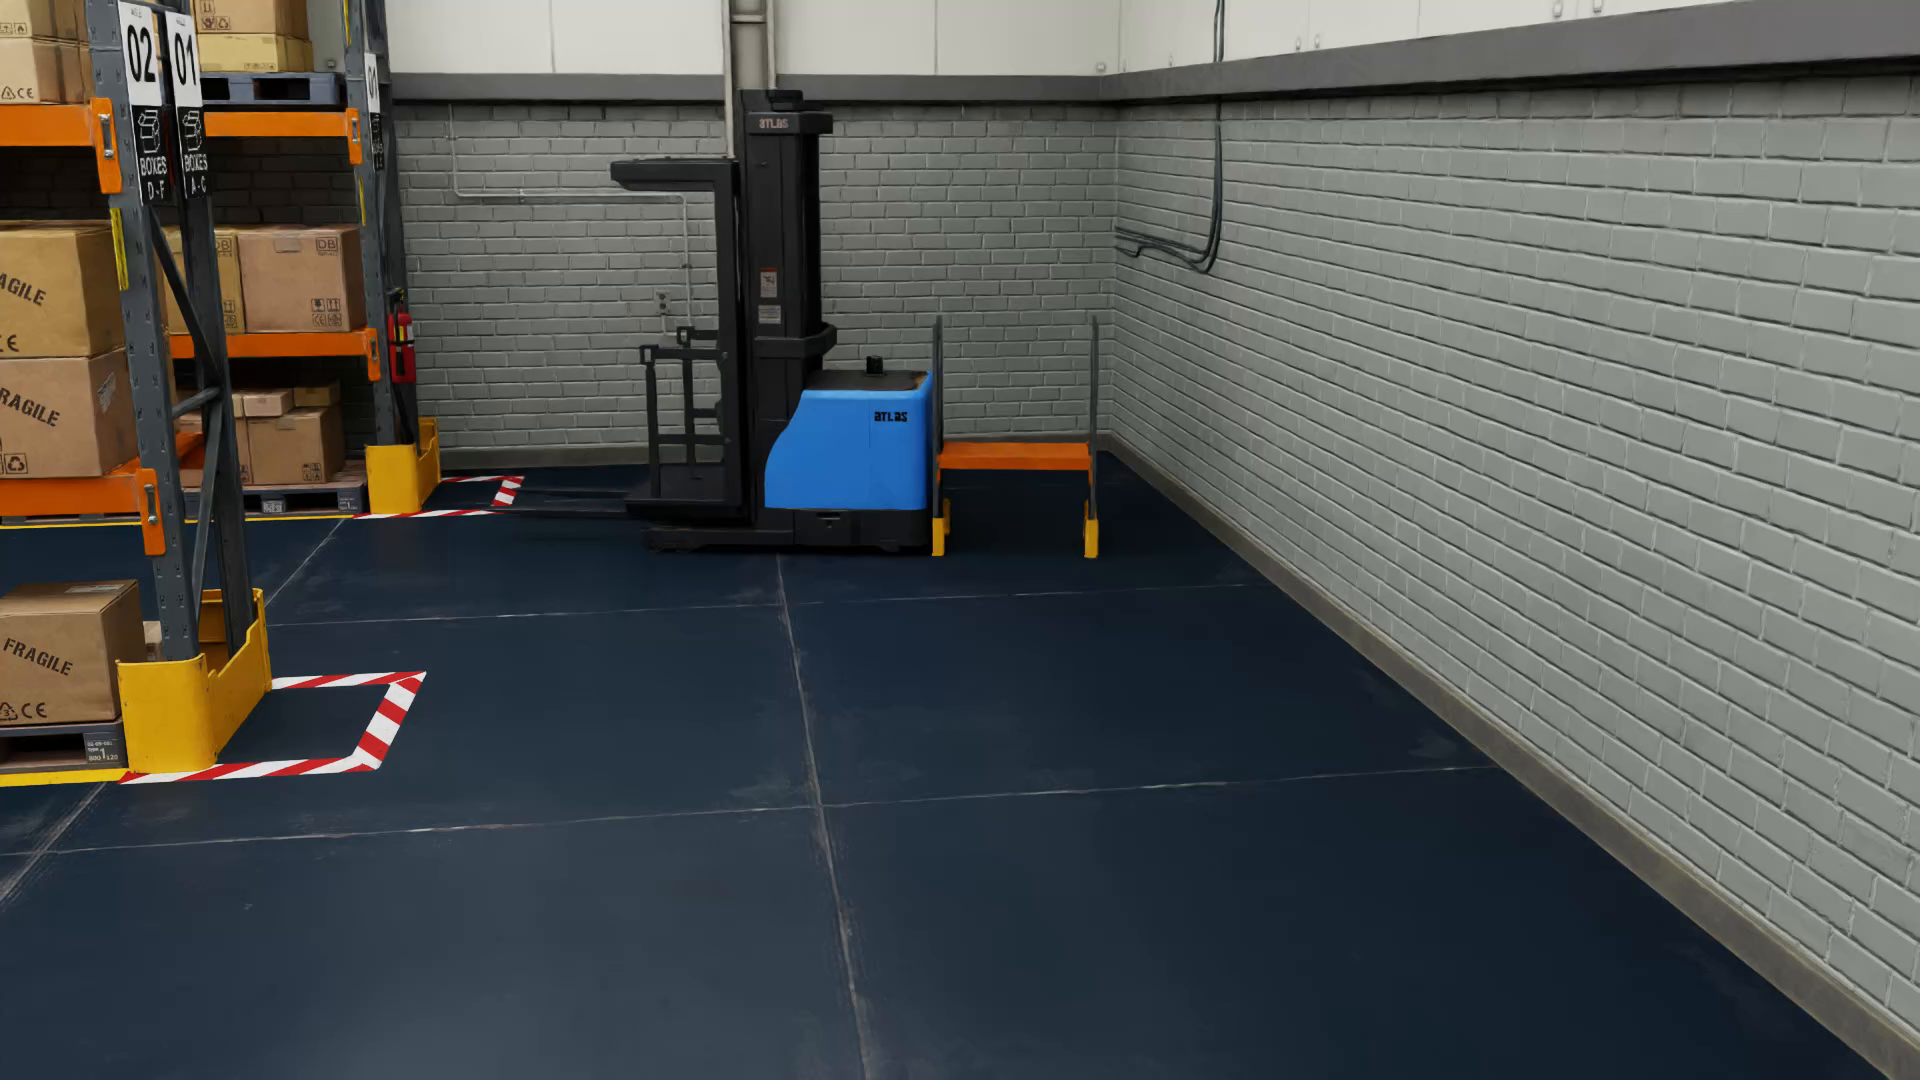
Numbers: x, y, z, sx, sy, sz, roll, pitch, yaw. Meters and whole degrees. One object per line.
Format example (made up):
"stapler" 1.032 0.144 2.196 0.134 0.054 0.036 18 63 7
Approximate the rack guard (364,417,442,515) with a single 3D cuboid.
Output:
"rack guard" -4.161 -0.569 12.464 0.348 0.500 1.175 -2 14 -8

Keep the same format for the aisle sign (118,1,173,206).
"aisle sign" -3.330 -1.779 6.806 0.004 0.787 0.394 -2 14 -8

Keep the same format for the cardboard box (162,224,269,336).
"cardboard box" -5.406 -1.876 11.921 0.700 0.700 0.980 -2 14 -9

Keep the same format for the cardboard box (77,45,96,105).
"cardboard box" -3.989 -2.014 7.229 0.500 0.250 0.500 -2 14 -8

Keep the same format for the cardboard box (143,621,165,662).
"cardboard box" -3.909 0.512 7.968 0.250 0.149 0.380 -2 14 -8

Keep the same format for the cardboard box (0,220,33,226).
"cardboard box" -4.437 -1.150 7.378 0.500 0.500 0.500 -2 14 -8

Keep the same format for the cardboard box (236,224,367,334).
"cardboard box" -4.688 -1.906 12.037 0.700 0.700 0.980 -1 14 -6

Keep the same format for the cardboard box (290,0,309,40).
"cardboard box" -4.943 -3.811 11.782 0.500 0.500 0.500 -3 14 -10

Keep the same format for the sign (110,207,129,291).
"sign" -3.381 -1.170 6.691 0.005 0.325 0.100 -2 14 -8

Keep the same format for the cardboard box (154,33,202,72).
"cardboard box" -5.384 -3.306 11.310 0.500 0.250 0.500 -3 14 -10

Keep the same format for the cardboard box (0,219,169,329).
"cardboard box" -3.922 -1.170 7.461 0.500 0.500 0.500 -2 14 -7

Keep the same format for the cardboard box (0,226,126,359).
"cardboard box" -3.843 -1.041 6.944 0.500 0.500 0.500 -2 14 -9

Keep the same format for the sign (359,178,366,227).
"sign" -4.118 -2.326 11.465 0.005 0.325 0.100 -2 14 -8

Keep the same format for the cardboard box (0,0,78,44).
"cardboard box" -3.914 -2.134 6.680 0.500 0.250 0.500 -2 14 -8

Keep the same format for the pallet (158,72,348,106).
"pallet" -4.917 -3.163 11.685 1.213 0.211 1.003 -2 14 -8

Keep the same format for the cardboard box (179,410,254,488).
"cardboard box" -5.357 -0.705 12.140 0.500 0.500 0.700 -2 14 -8

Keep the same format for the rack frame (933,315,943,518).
"rack frame" -0.145 -0.695 10.911 0.032 1.500 0.500 1 14 3

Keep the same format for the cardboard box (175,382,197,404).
"cardboard box" -5.768 -1.053 12.196 0.250 0.149 0.380 -2 14 -8

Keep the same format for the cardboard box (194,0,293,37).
"cardboard box" -4.868 -3.687 11.288 0.500 0.500 0.500 -2 14 -8

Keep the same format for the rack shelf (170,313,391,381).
"rack shelf" -6.163 -1.359 11.955 4.000 0.370 1.077 -2 14 -8

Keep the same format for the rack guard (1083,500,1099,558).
"rack guard" 0.869 -0.077 11.014 0.087 0.250 0.587 1 14 3

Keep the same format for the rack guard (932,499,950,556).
"rack guard" -0.126 -0.089 11.062 0.087 0.250 0.587 1 14 3

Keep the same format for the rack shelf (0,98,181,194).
"rack shelf" -5.421 -1.623 6.840 4.000 0.370 1.077 -2 14 -8

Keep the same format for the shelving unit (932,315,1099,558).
"shelving unit" 0.371 -0.689 10.886 1.083 1.500 0.587 1 14 3

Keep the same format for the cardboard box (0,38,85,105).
"cardboard box" -3.912 -1.890 6.732 0.500 0.250 0.500 -2 14 -8

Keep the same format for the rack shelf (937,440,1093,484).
"rack shelf" 0.362 -0.515 10.930 1.000 0.185 0.538 1 14 3

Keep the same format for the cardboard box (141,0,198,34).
"cardboard box" -5.365 -3.671 11.226 0.500 0.500 0.500 -2 14 -7

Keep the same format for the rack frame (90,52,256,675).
"rack frame" -3.443 -0.589 7.406 0.127 3.000 1.000 -2 14 -8

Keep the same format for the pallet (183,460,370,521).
"pallet" -4.964 -0.381 12.305 1.213 0.211 1.003 -2 14 -8

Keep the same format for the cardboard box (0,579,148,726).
"cardboard box" -3.944 0.489 7.342 0.500 0.500 0.500 -2 14 -8

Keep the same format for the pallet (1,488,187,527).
"pallet" -6.168 -0.337 12.132 1.213 0.211 1.003 -2 14 -8

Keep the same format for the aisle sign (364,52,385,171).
"aisle sign" -4.069 -2.972 11.563 0.004 0.787 0.394 -2 14 -8

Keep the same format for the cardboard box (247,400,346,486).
"cardboard box" -4.862 -0.723 12.213 0.500 0.500 0.700 -2 14 -8

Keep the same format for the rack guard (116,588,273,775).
"rack guard" -3.519 0.626 7.699 0.348 0.500 1.175 -2 14 -8

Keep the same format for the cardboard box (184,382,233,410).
"cardboard box" -5.517 -1.062 12.234 0.250 0.149 0.380 -2 14 -8

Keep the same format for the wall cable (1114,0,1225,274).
"wall cable" 1.461 -3.304 12.279 0.112 2.526 3.097 -2 14 -8

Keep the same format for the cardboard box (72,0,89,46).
"cardboard box" -3.990 -2.258 7.174 0.500 0.250 0.500 -2 14 -8

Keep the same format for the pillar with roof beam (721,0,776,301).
"pillar with roof beam" -1.003 -3.961 8.518 0.400 9.000 9.100 -2 14 -8

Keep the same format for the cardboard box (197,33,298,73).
"cardboard box" -4.870 -3.325 11.386 0.500 0.250 0.500 -2 14 -7

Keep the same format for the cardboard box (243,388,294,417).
"cardboard box" -4.962 -0.989 11.940 0.250 0.149 0.380 -2 14 -9

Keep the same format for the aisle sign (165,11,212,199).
"aisle sign" -3.420 -1.924 7.381 0.004 0.787 0.394 -2 14 -8

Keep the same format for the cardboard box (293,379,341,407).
"cardboard box" -4.769 -1.090 12.344 0.250 0.149 0.380 -2 14 -8

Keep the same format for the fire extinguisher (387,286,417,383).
"fire extinguisher" -3.967 -1.457 11.791 0.183 0.674 0.296 -2 14 -8

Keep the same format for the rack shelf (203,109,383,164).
"rack shelf" -6.163 -2.814 11.590 4.000 0.370 1.077 -2 14 -8

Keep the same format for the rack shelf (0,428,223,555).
"rack shelf" -5.421 -0.168 7.205 4.000 0.370 1.077 -2 14 -8

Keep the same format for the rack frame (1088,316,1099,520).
"rack frame" 0.870 -0.683 10.862 0.032 1.500 0.500 1 14 3

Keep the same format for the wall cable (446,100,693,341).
"wall cable" -3.060 -2.548 13.125 1.851 1.984 0.084 -2 14 -8

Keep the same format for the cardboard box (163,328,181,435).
"cardboard box" -3.922 -0.685 7.583 0.500 0.500 0.500 -2 14 -7

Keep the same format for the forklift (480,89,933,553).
"forklift" -1.679 -1.463 11.030 3.031 2.935 1.130 1 14 4

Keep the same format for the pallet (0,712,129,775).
"pallet" -4.307 0.795 7.618 1.213 0.211 1.003 -2 14 -8

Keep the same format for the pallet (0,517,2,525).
"pallet" -7.377 -0.292 11.953 1.213 0.211 1.003 -2 14 -8

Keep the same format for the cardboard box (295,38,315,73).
"cardboard box" -4.944 -3.448 11.877 0.500 0.250 0.500 -1 14 -5

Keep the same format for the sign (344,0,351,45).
"sign" -4.118 -3.496 11.171 0.005 0.325 0.100 -2 14 -8

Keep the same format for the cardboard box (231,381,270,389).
"cardboard box" -5.269 -1.071 12.270 0.250 0.149 0.380 -2 14 -8

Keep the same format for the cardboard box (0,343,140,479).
"cardboard box" -3.846 -0.556 7.068 0.500 0.500 0.500 -2 14 -7

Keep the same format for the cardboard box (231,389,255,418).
"cardboard box" -5.215 -0.979 11.903 0.250 0.149 0.380 -2 14 -7

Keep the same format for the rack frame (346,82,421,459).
"rack frame" -4.185 -1.781 12.157 0.127 3.000 1.000 -2 14 -8

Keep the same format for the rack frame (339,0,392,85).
"rack frame" -4.185 -4.691 11.427 0.127 3.000 1.000 -2 14 -8

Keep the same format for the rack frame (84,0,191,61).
"rack frame" -3.443 -3.499 6.676 0.127 3.000 1.000 -2 14 -8
